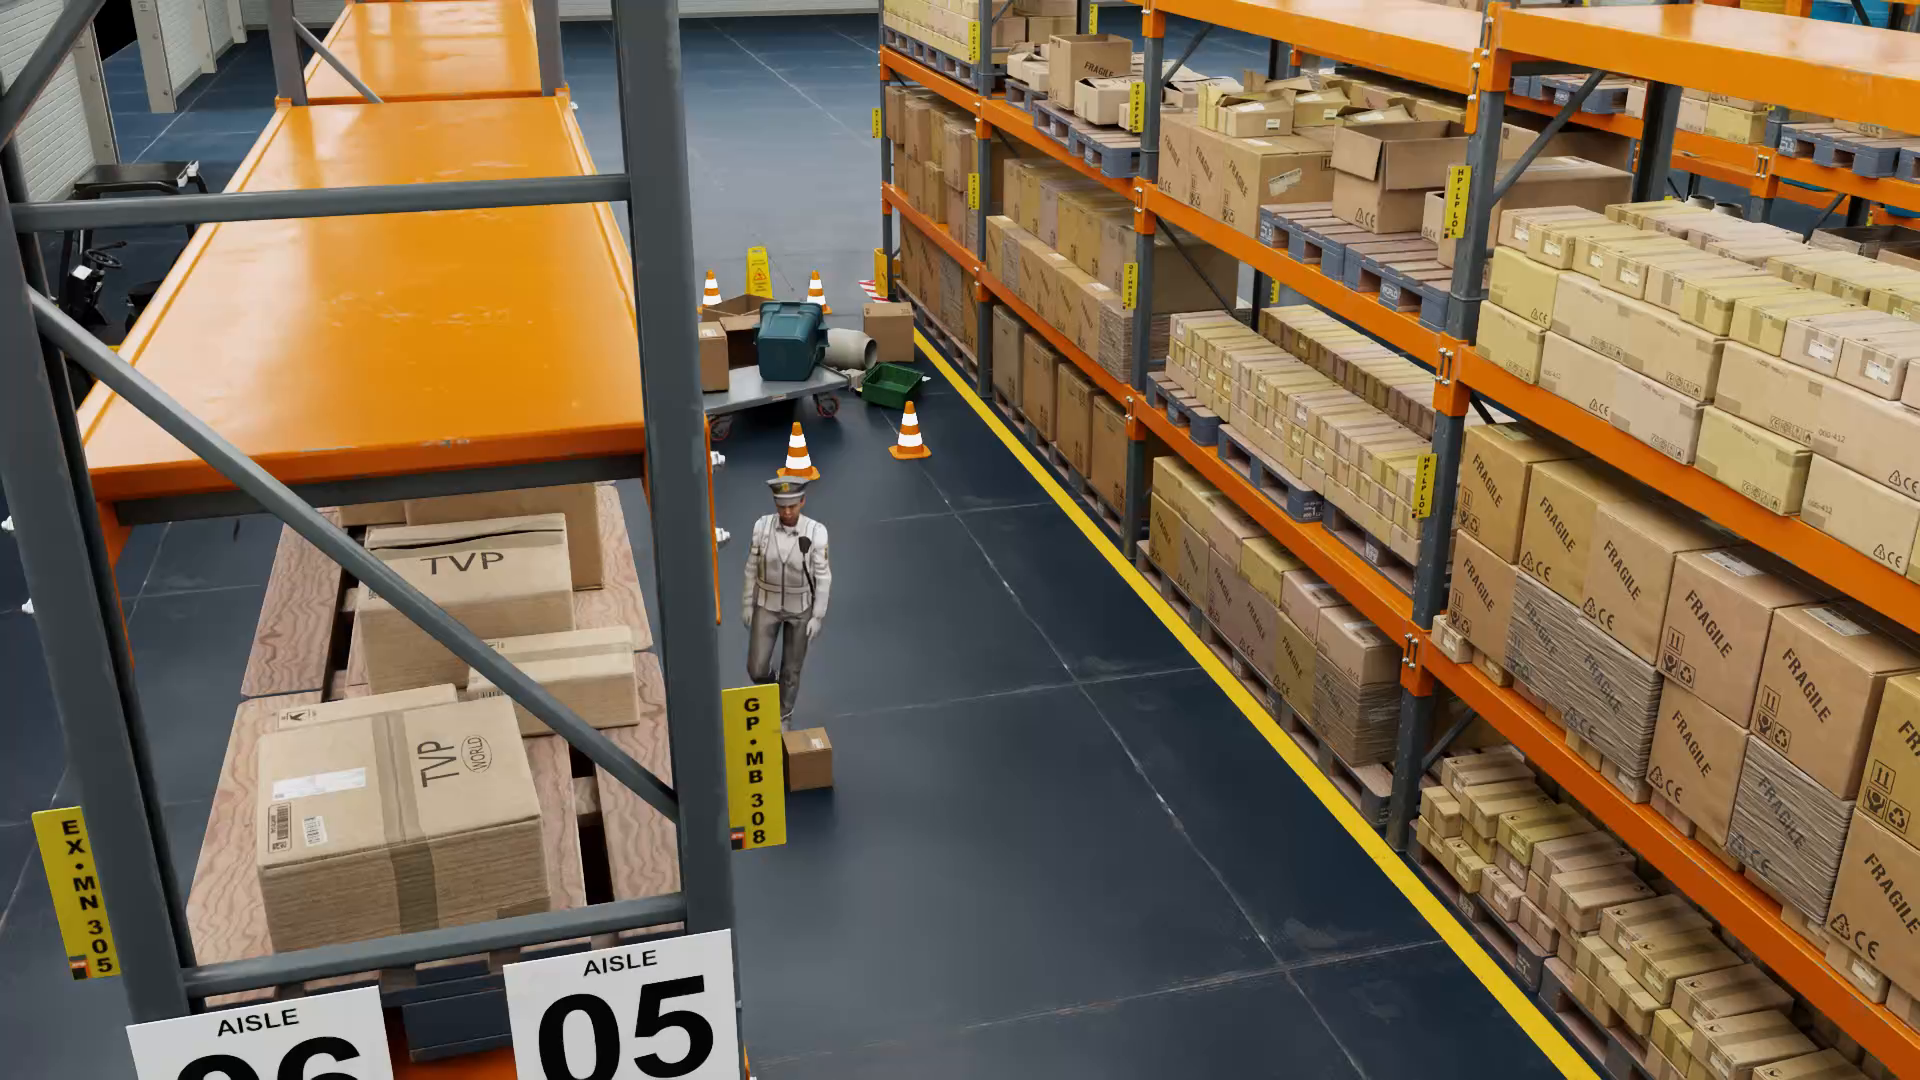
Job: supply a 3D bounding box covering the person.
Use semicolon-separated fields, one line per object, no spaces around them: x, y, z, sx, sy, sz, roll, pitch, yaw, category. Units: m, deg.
-1.005;0.398;9.634;0.538;1.675;0.459;0;23;1;person
